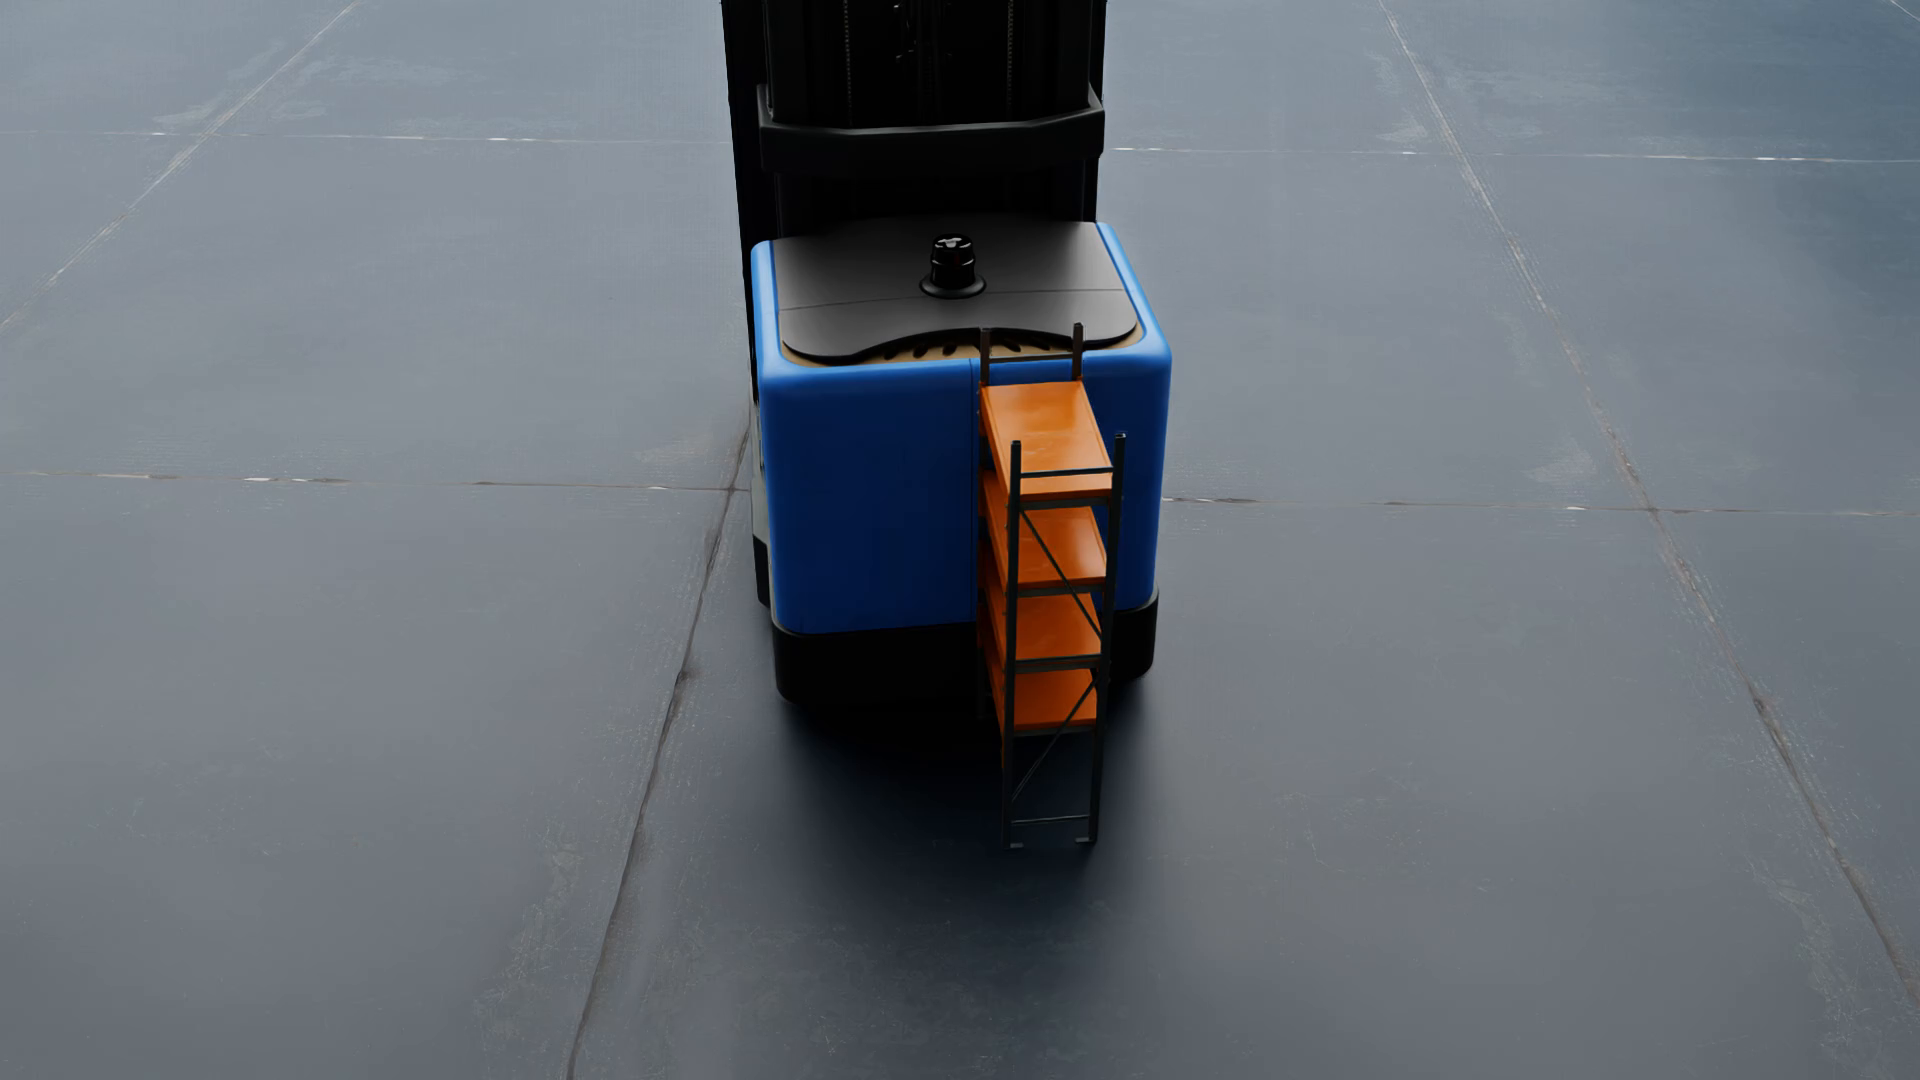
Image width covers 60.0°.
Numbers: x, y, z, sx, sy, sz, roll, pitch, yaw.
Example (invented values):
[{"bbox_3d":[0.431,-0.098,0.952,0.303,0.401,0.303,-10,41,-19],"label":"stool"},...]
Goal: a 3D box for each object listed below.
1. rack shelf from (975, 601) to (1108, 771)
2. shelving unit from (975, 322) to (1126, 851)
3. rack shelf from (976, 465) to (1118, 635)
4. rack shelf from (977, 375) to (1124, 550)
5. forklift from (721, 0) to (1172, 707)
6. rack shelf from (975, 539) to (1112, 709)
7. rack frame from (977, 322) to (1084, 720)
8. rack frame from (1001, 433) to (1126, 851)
[{"bbox_3d":[0.195,0.349,4.166,0.258,0.148,0.480,-4,36,-6],"label":"rack shelf"},{"bbox_3d":[0.195,0.134,4.010,0.258,1.200,0.503,-4,36,-6],"label":"shelving unit"},{"bbox_3d":[0.196,0.007,3.919,0.258,0.148,0.480,-4,36,-6],"label":"rack shelf"},{"bbox_3d":[0.196,-0.185,3.780,0.258,0.148,0.480,-4,36,-6],"label":"rack shelf"},{"bbox_3d":[-0.161,-1.584,4.955,1.130,2.935,3.031,-4,35,-6],"label":"forklift"},{"bbox_3d":[0.195,0.188,4.050,0.258,0.148,0.480,-4,36,-6],"label":"rack shelf"},{"bbox_3d":[0.166,-0.008,4.207,0.240,1.200,0.015,-4,36,-6],"label":"rack frame"},{"bbox_3d":[0.225,0.276,3.814,0.240,1.200,0.015,-4,36,-6],"label":"rack frame"}]
